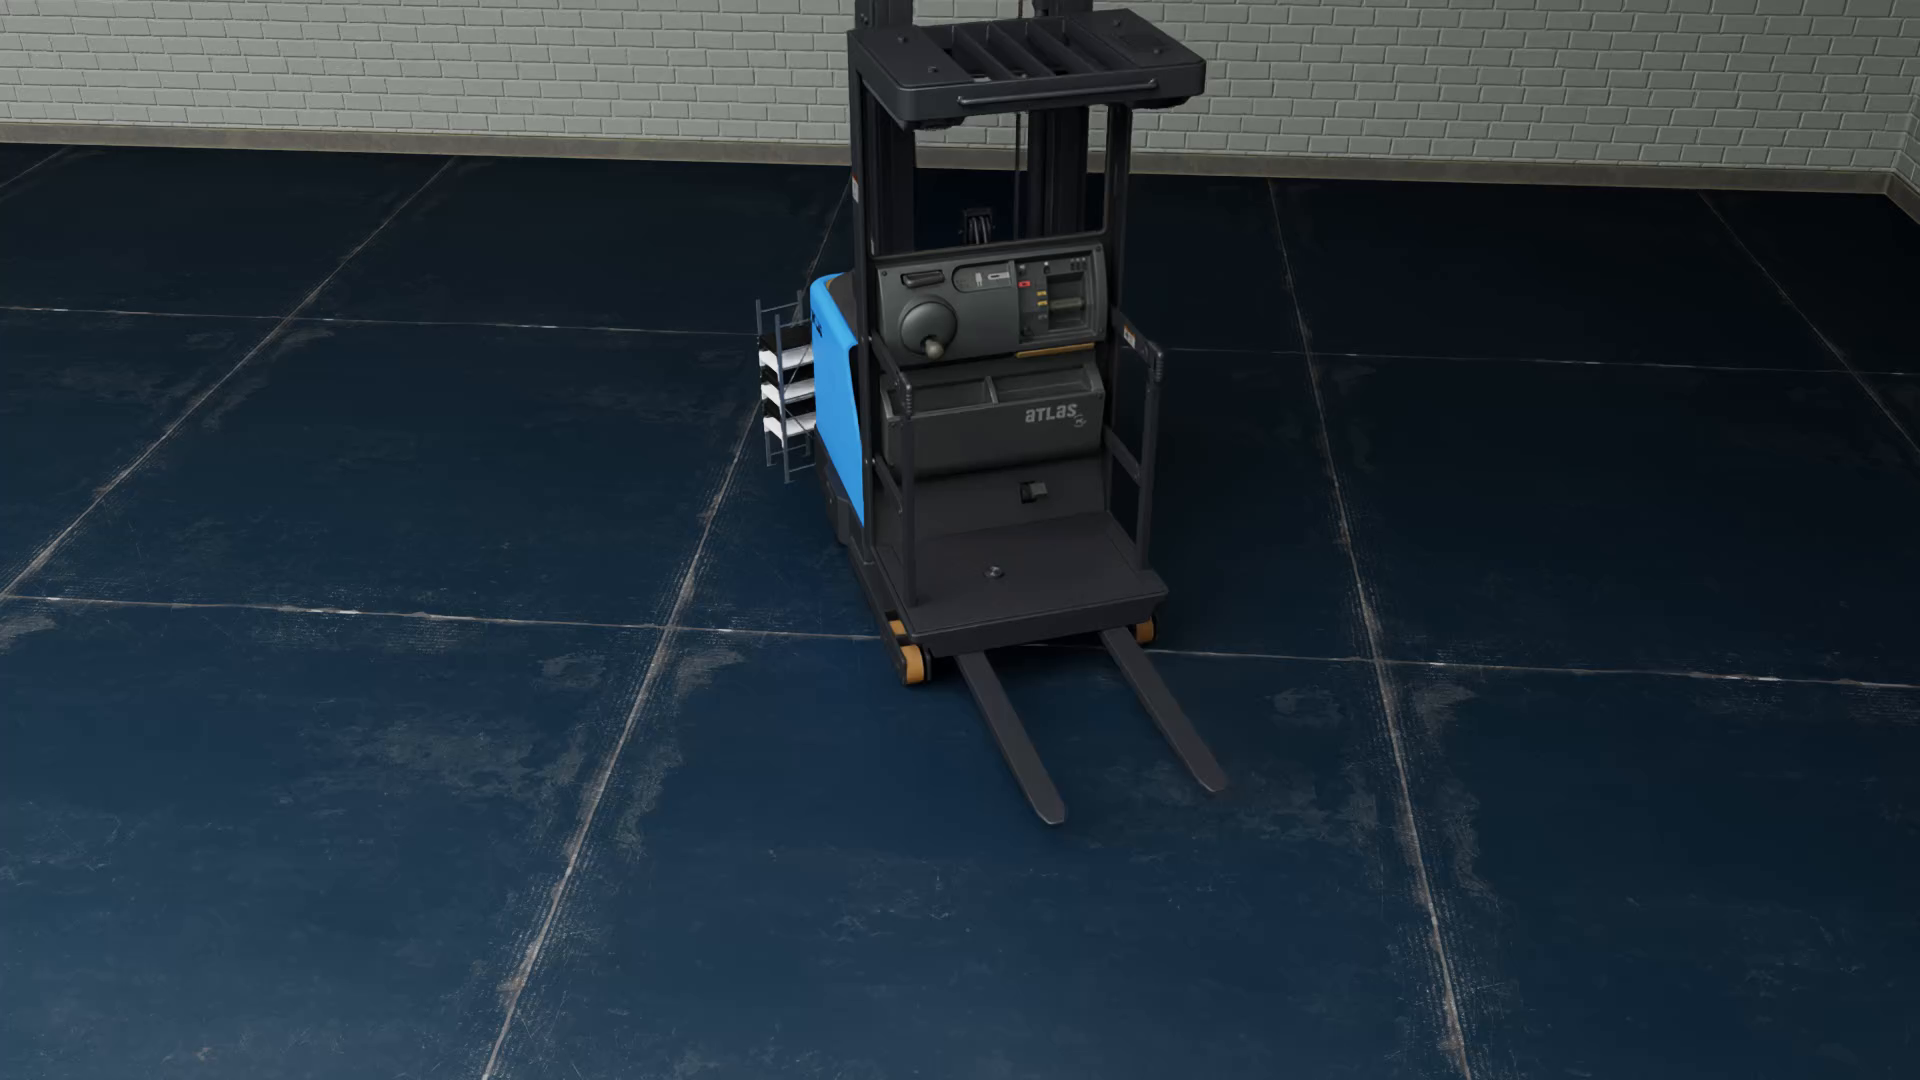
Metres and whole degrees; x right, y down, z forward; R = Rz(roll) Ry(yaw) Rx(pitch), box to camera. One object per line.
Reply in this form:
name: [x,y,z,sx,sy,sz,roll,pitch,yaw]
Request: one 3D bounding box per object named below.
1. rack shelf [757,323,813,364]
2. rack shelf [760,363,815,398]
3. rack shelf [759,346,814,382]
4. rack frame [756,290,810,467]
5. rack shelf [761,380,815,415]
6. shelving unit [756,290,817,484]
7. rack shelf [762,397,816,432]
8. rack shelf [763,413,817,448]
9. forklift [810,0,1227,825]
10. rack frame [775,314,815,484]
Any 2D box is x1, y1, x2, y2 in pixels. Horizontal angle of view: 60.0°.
rack shelf: [-0.811,-0.942,7.969,0.258,0.077,0.200,-18,36,-27]
rack shelf: [-0.811,-0.788,8.064,0.258,0.077,0.200,-18,36,-27]
rack shelf: [-0.811,-0.865,8.016,0.258,0.077,0.200,-18,36,-27]
rack frame: [-0.865,-0.786,8.167,0.240,0.900,0.006,-18,36,-27]
rack shelf: [-0.811,-0.712,8.111,0.258,0.077,0.200,-18,36,-27]
shelving unit: [-0.811,-0.740,8.093,0.258,0.900,0.210,-18,36,-27]
rack shelf: [-0.811,-0.635,8.158,0.258,0.077,0.200,-18,36,-27]
rack shelf: [-0.811,-0.559,8.205,0.258,0.077,0.200,-18,36,-27]
forklift: [0.199,-0.888,6.398,1.130,2.935,3.031,-9,33,-14]
rack frame: [-0.758,-0.695,8.020,0.240,0.900,0.006,-18,36,-27]
